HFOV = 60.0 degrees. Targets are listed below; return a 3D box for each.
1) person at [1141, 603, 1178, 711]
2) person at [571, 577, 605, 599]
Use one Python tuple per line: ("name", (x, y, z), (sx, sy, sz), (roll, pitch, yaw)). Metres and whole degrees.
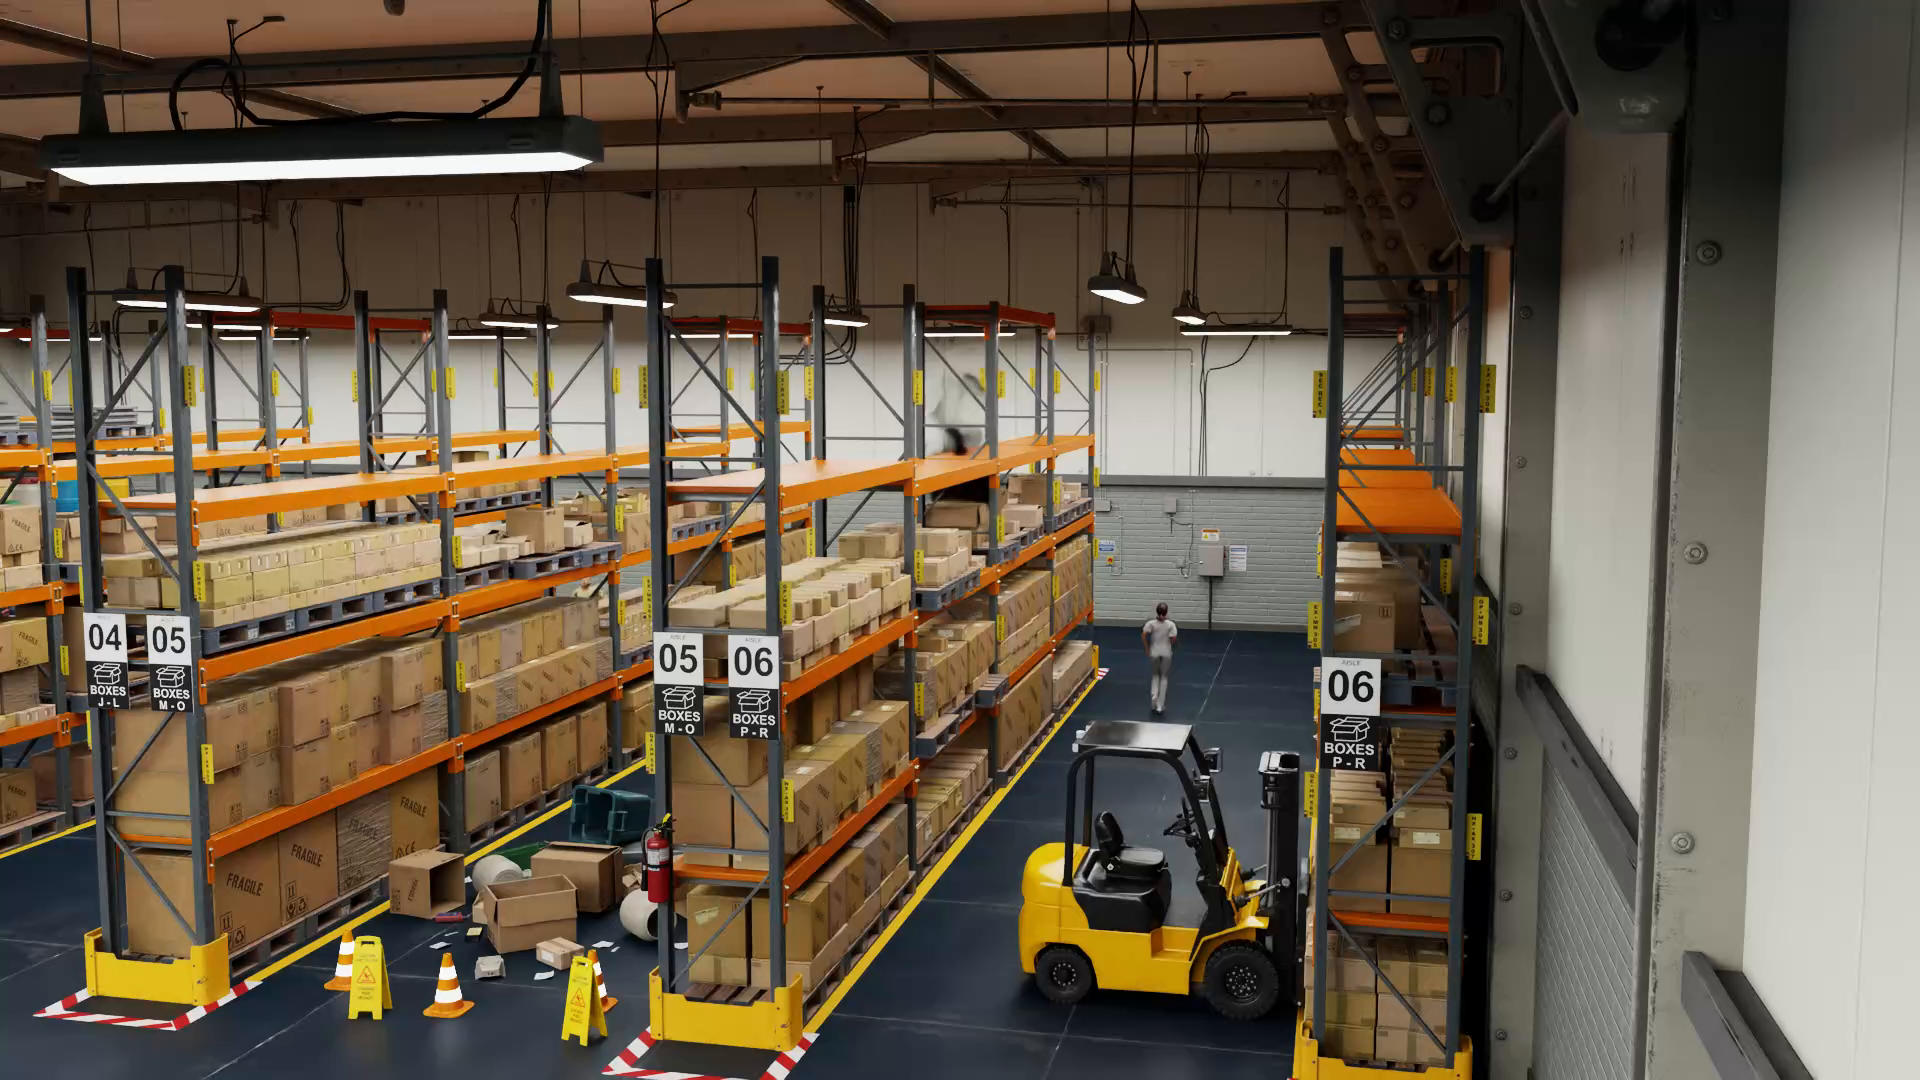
("person", (3.047, 1.779, 25.392), (0.552, 1.666, 0.570), (1, 6, 12))
("person", (-6.529, 1.403, 29.089), (0.596, 1.682, 0.904), (1, 6, 6))
